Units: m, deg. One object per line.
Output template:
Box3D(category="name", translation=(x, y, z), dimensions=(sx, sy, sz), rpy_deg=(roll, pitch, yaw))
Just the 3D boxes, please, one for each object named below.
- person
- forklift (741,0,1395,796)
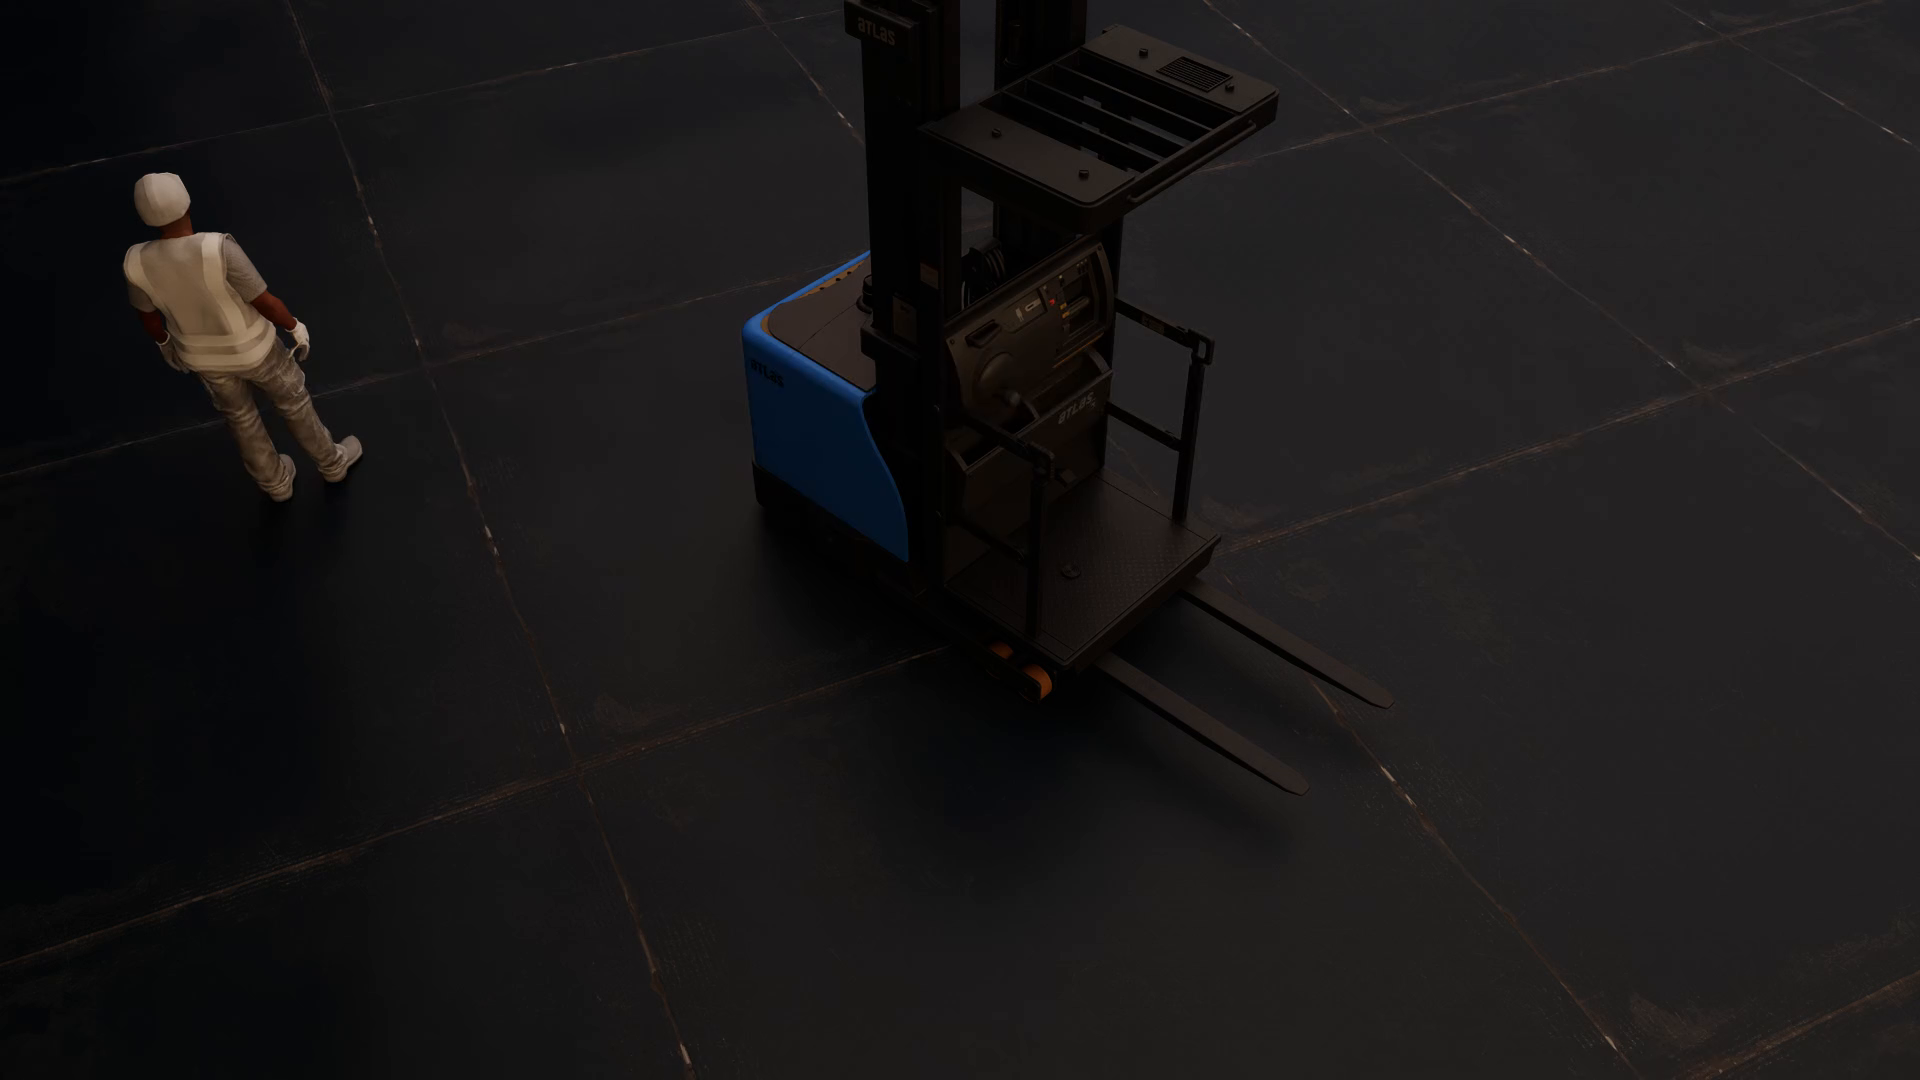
Box3D(category="person", translation=(-3.270, -0.926, 7.503), dimensions=(0.657, 1.783, 0.578), rpy_deg=(-3, 43, -3))
Box3D(category="forklift", translation=(0.445, -0.788, 6.525), dimensions=(3.031, 2.935, 1.130), rpy_deg=(32, 52, 30))
